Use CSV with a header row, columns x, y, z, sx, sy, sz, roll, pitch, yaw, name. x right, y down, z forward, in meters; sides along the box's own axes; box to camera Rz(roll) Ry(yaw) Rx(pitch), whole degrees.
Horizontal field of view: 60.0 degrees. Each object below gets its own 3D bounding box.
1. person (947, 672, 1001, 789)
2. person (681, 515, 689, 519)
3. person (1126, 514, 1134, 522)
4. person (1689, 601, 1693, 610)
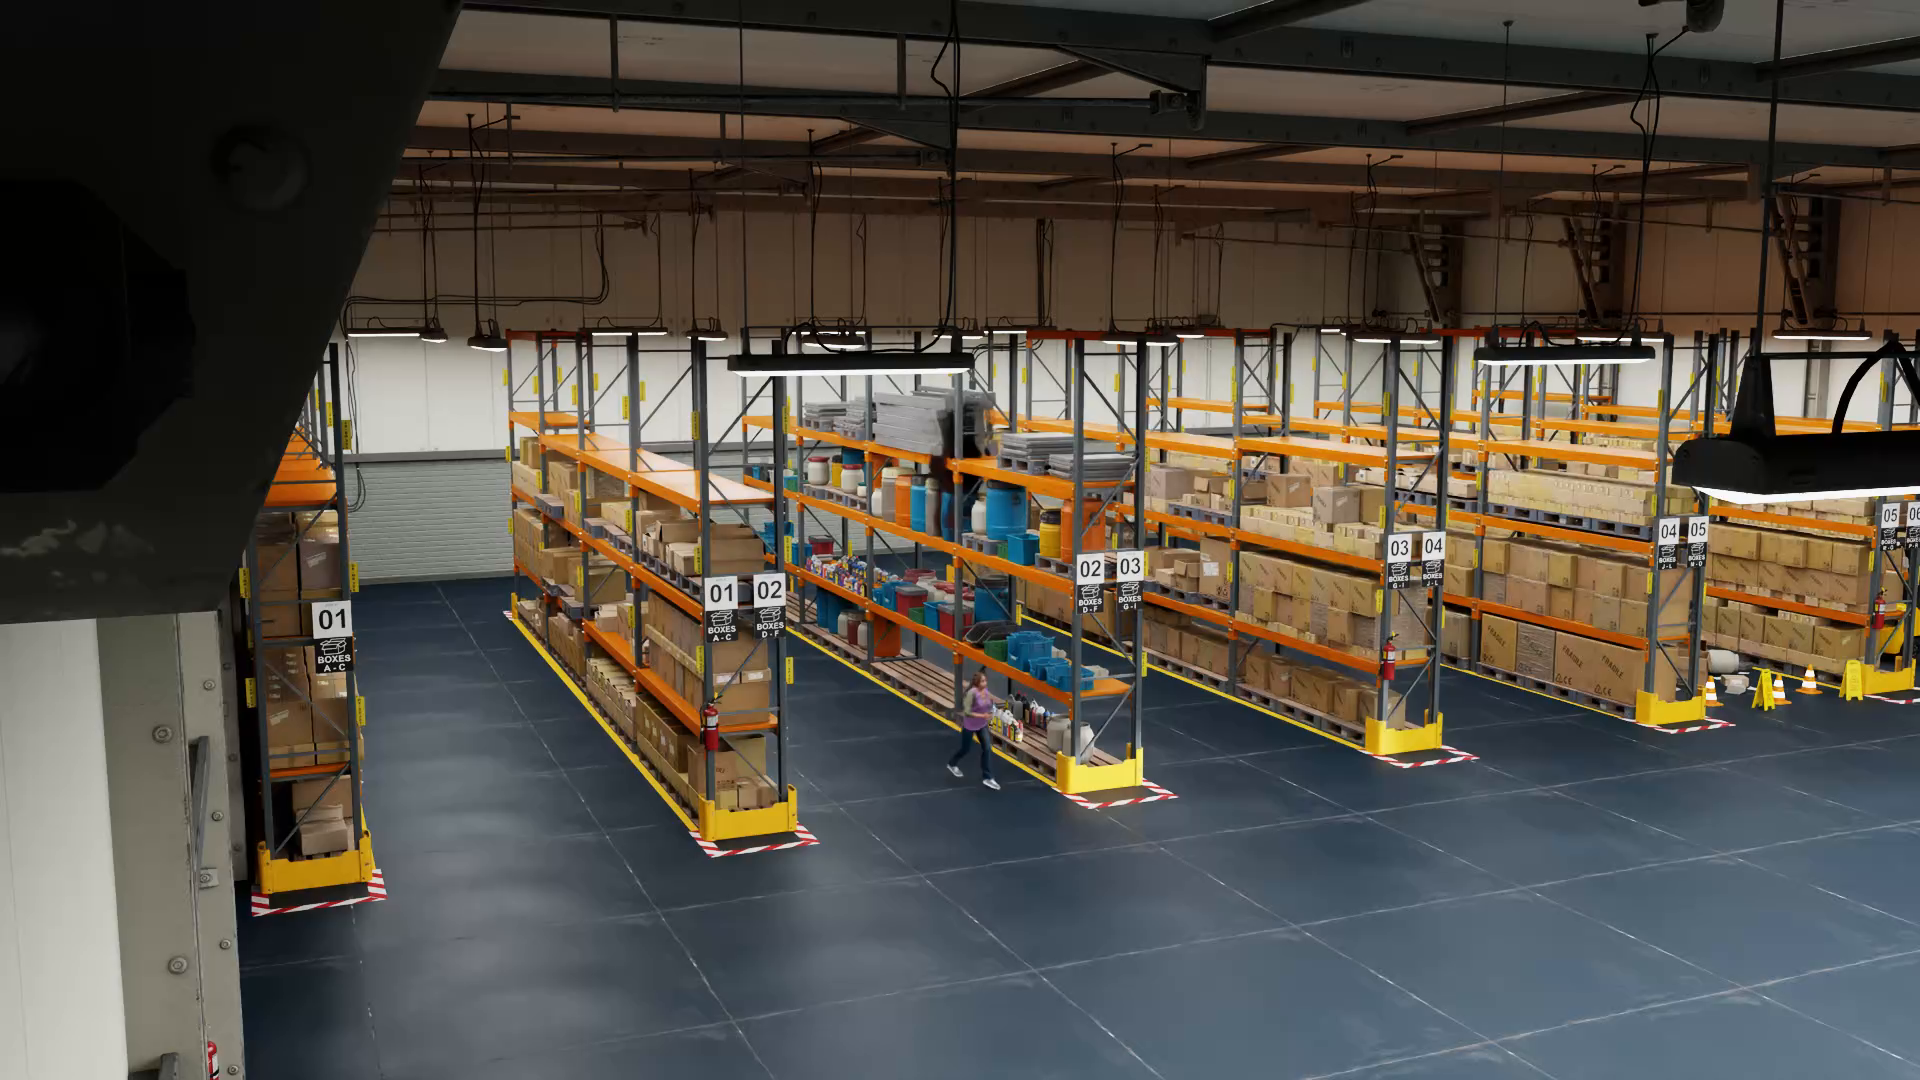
x,y,z,sx,sy,sz,roll,pitch,yaw,name
0.177,2.513,22.318,0.551,1.571,0.909,-7,11,-43,person
-6.377,0.263,38.275,0.913,1.708,0.648,-2,8,-14,person
4.247,-0.102,41.374,0.656,1.659,0.595,-5,9,-34,person
14.912,1.010,33.538,0.606,1.570,0.588,-5,9,-30,person
